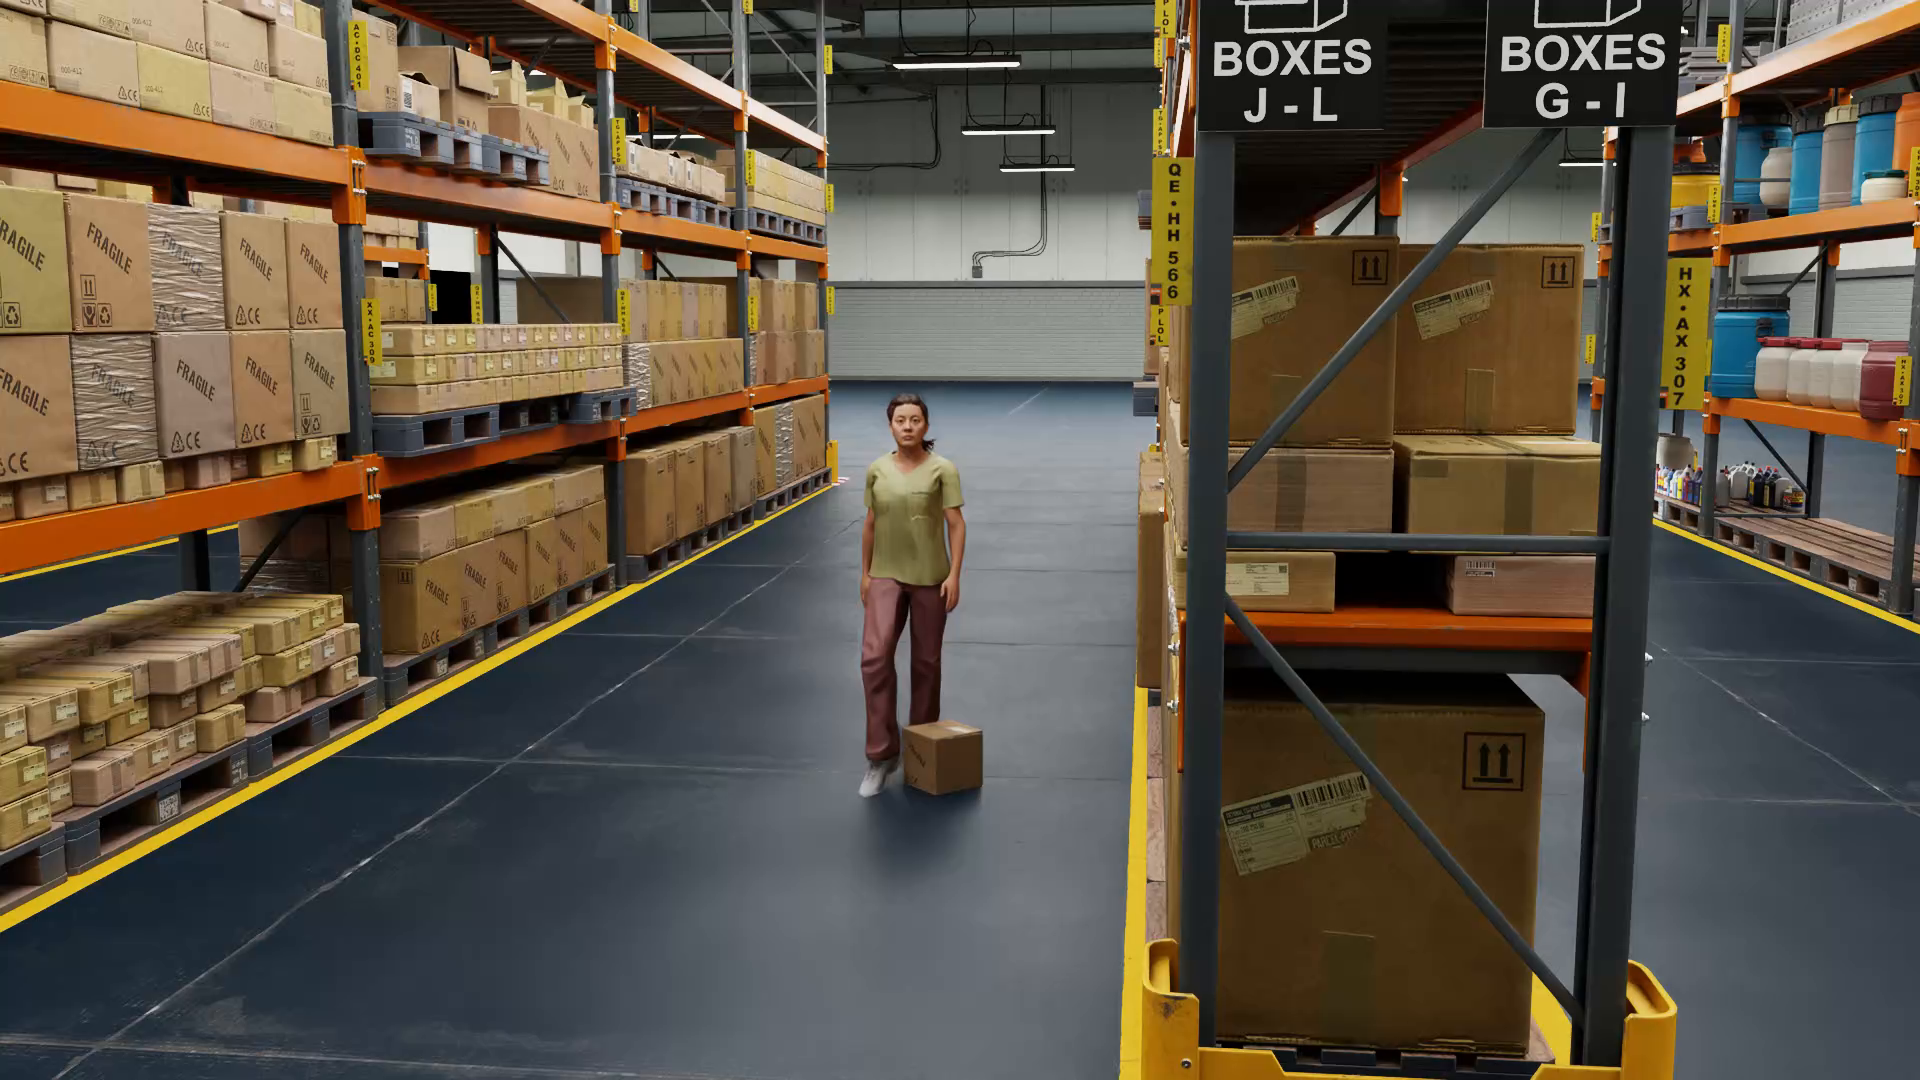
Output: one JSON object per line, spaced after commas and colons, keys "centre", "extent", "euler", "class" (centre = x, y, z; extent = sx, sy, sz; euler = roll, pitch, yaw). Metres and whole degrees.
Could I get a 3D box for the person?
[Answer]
{"centre": [-0.223, 0.222, 7.236], "extent": [0.490, 1.712, 0.693], "euler": [1, 8, 6], "class": "person"}
